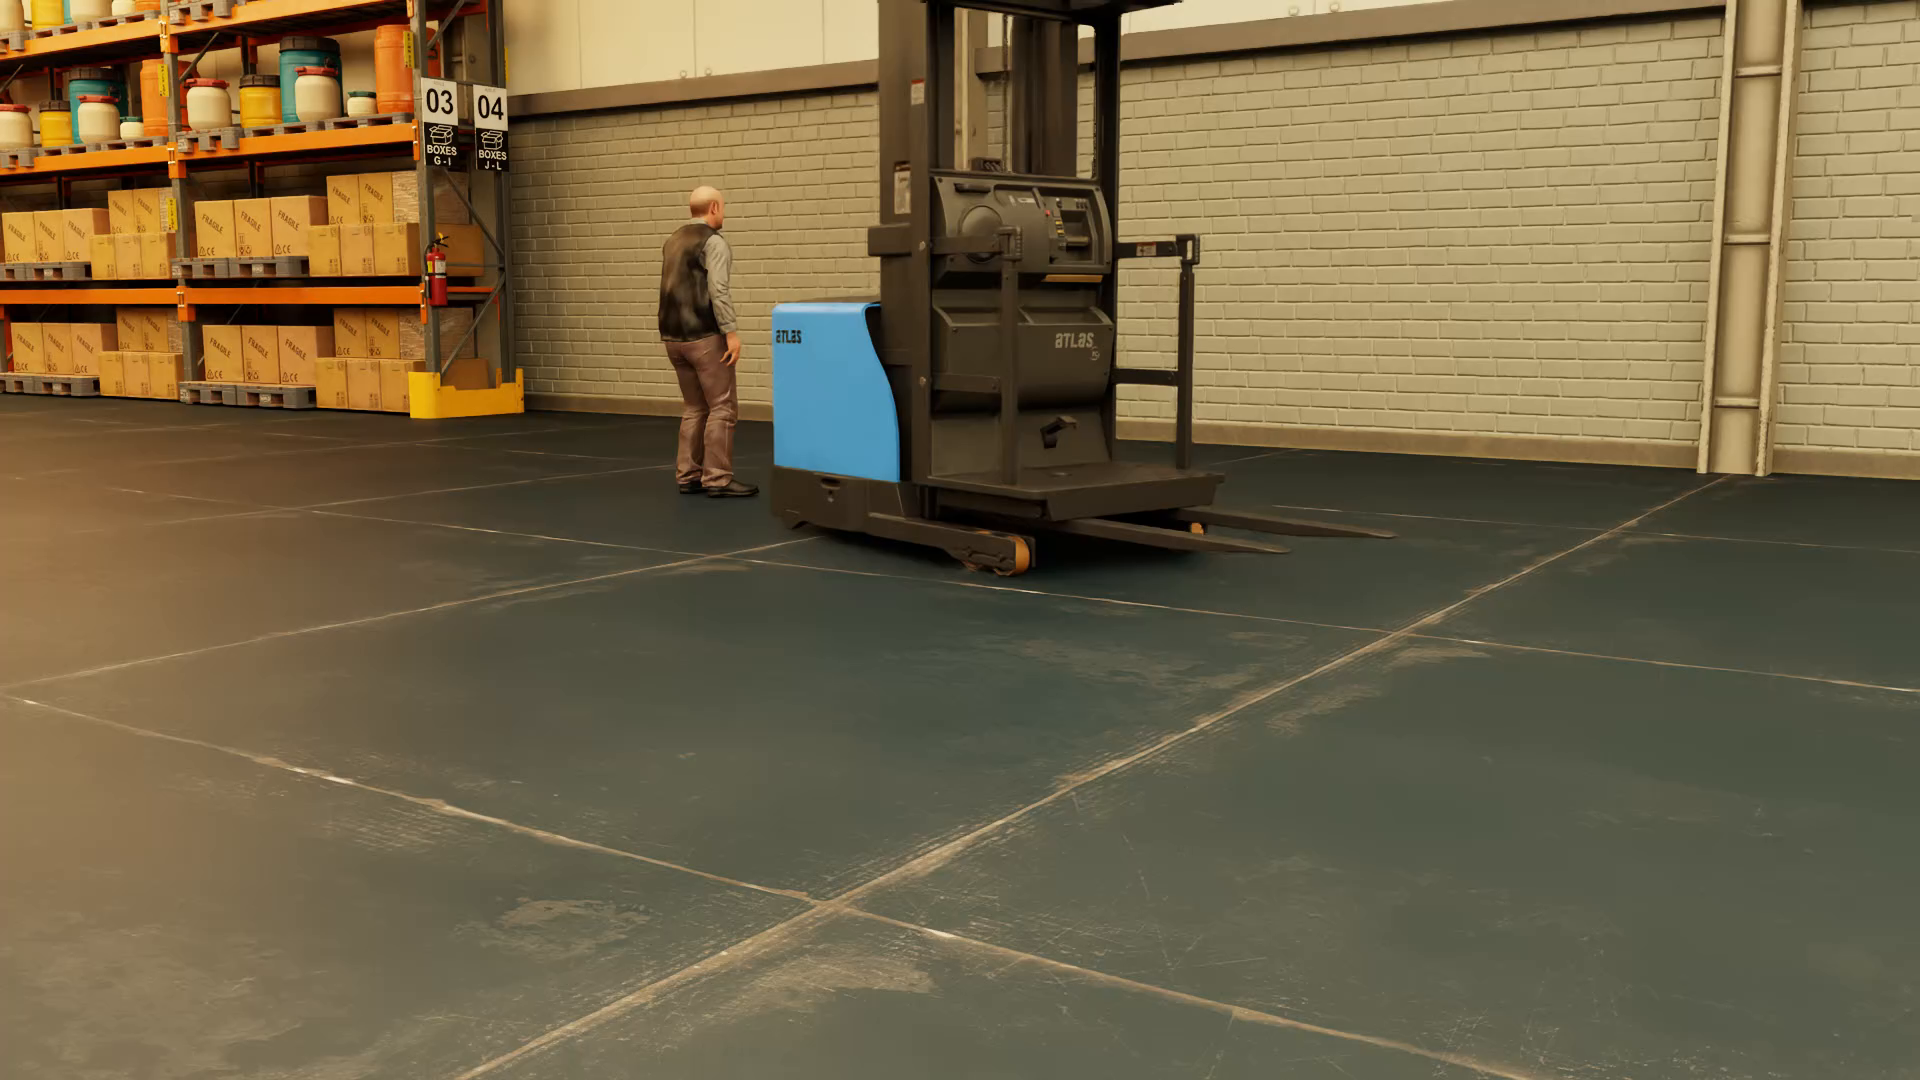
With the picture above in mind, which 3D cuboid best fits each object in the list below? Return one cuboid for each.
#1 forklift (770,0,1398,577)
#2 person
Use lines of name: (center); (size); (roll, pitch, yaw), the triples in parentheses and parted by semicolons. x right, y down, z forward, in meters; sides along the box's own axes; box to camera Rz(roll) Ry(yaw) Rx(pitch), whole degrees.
forklift: (0.412, -1.383, 6.922); (1.130, 2.935, 3.031); (-6, 10, -38)
person: (-1.456, -1.111, 9.312); (0.421, 1.720, 0.589); (-7, 11, -41)
